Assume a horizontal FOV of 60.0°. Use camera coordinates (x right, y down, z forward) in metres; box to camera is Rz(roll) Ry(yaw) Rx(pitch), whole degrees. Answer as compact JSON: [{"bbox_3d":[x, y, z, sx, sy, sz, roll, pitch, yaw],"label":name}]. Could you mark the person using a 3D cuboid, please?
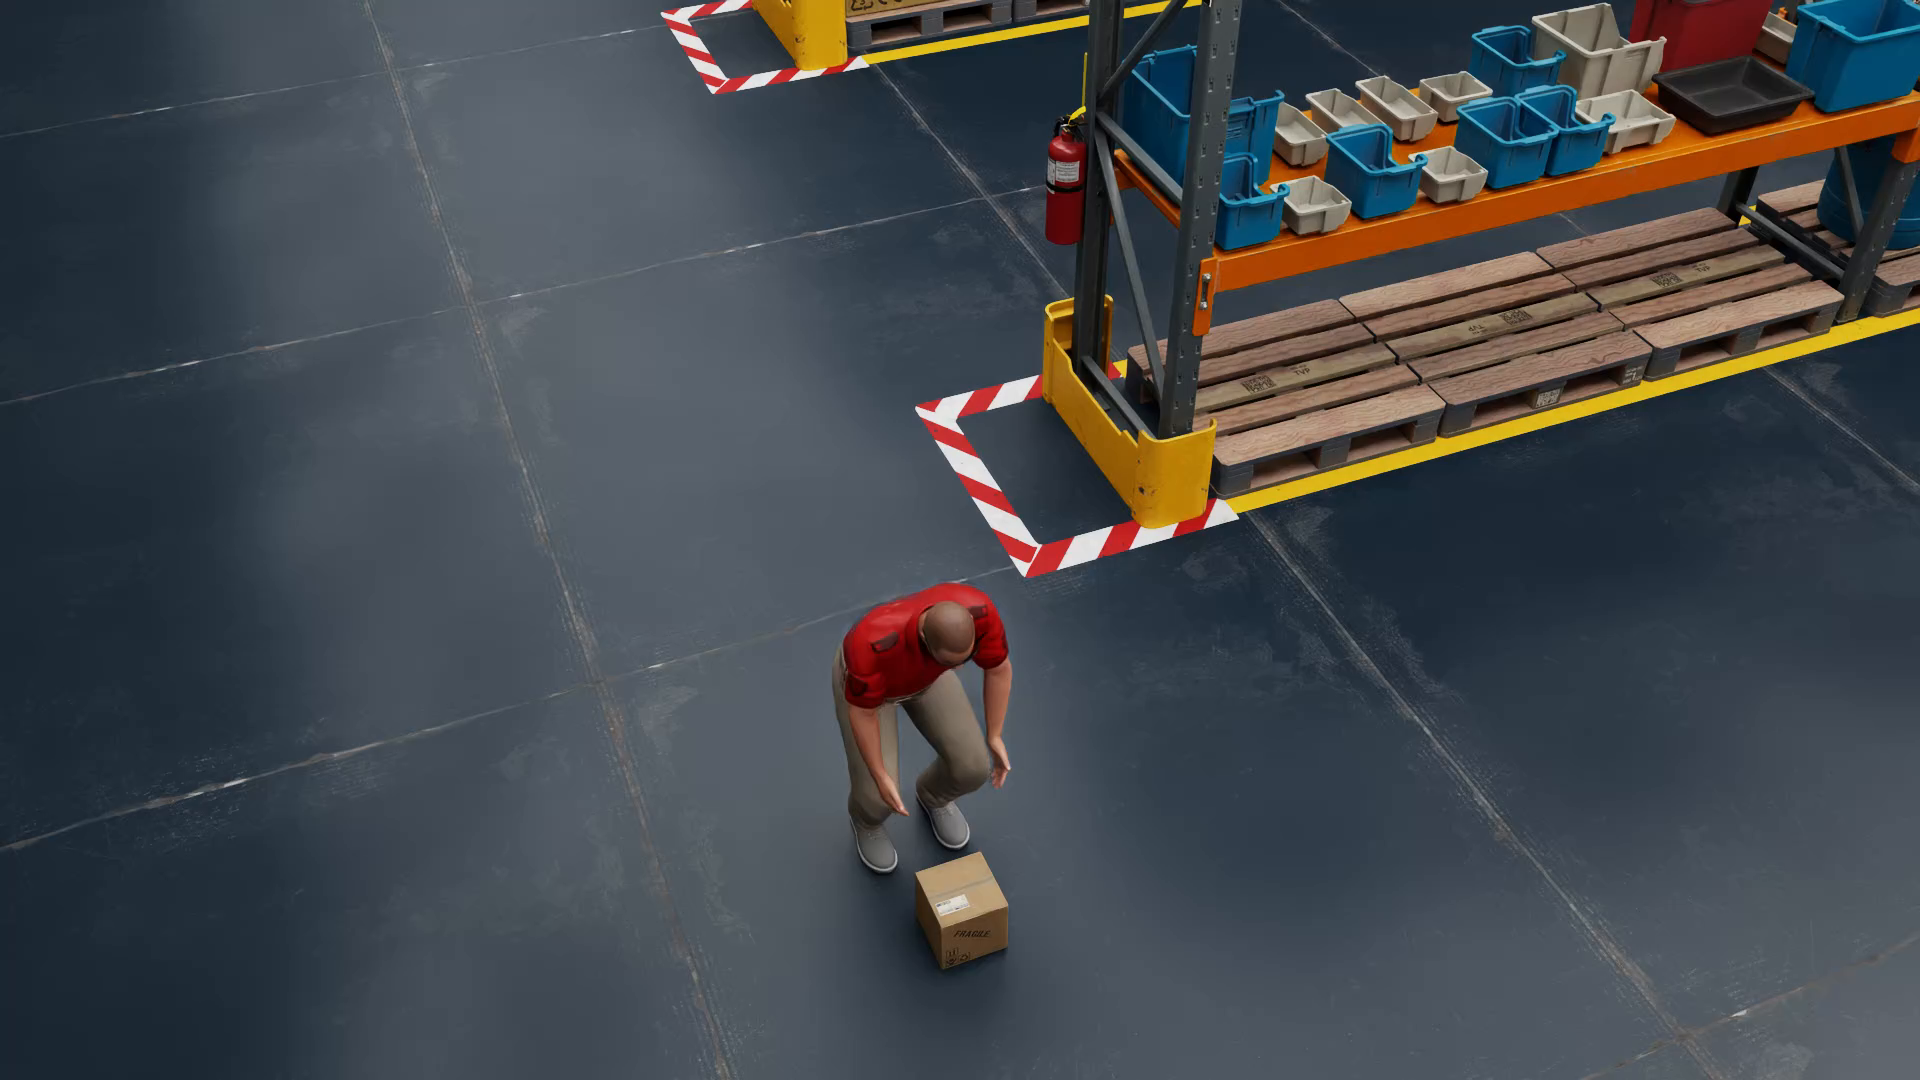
[{"bbox_3d":[-0.137,0.583,5.761,0.590,1.409,0.707,-15,44,-16],"label":"person"}]
